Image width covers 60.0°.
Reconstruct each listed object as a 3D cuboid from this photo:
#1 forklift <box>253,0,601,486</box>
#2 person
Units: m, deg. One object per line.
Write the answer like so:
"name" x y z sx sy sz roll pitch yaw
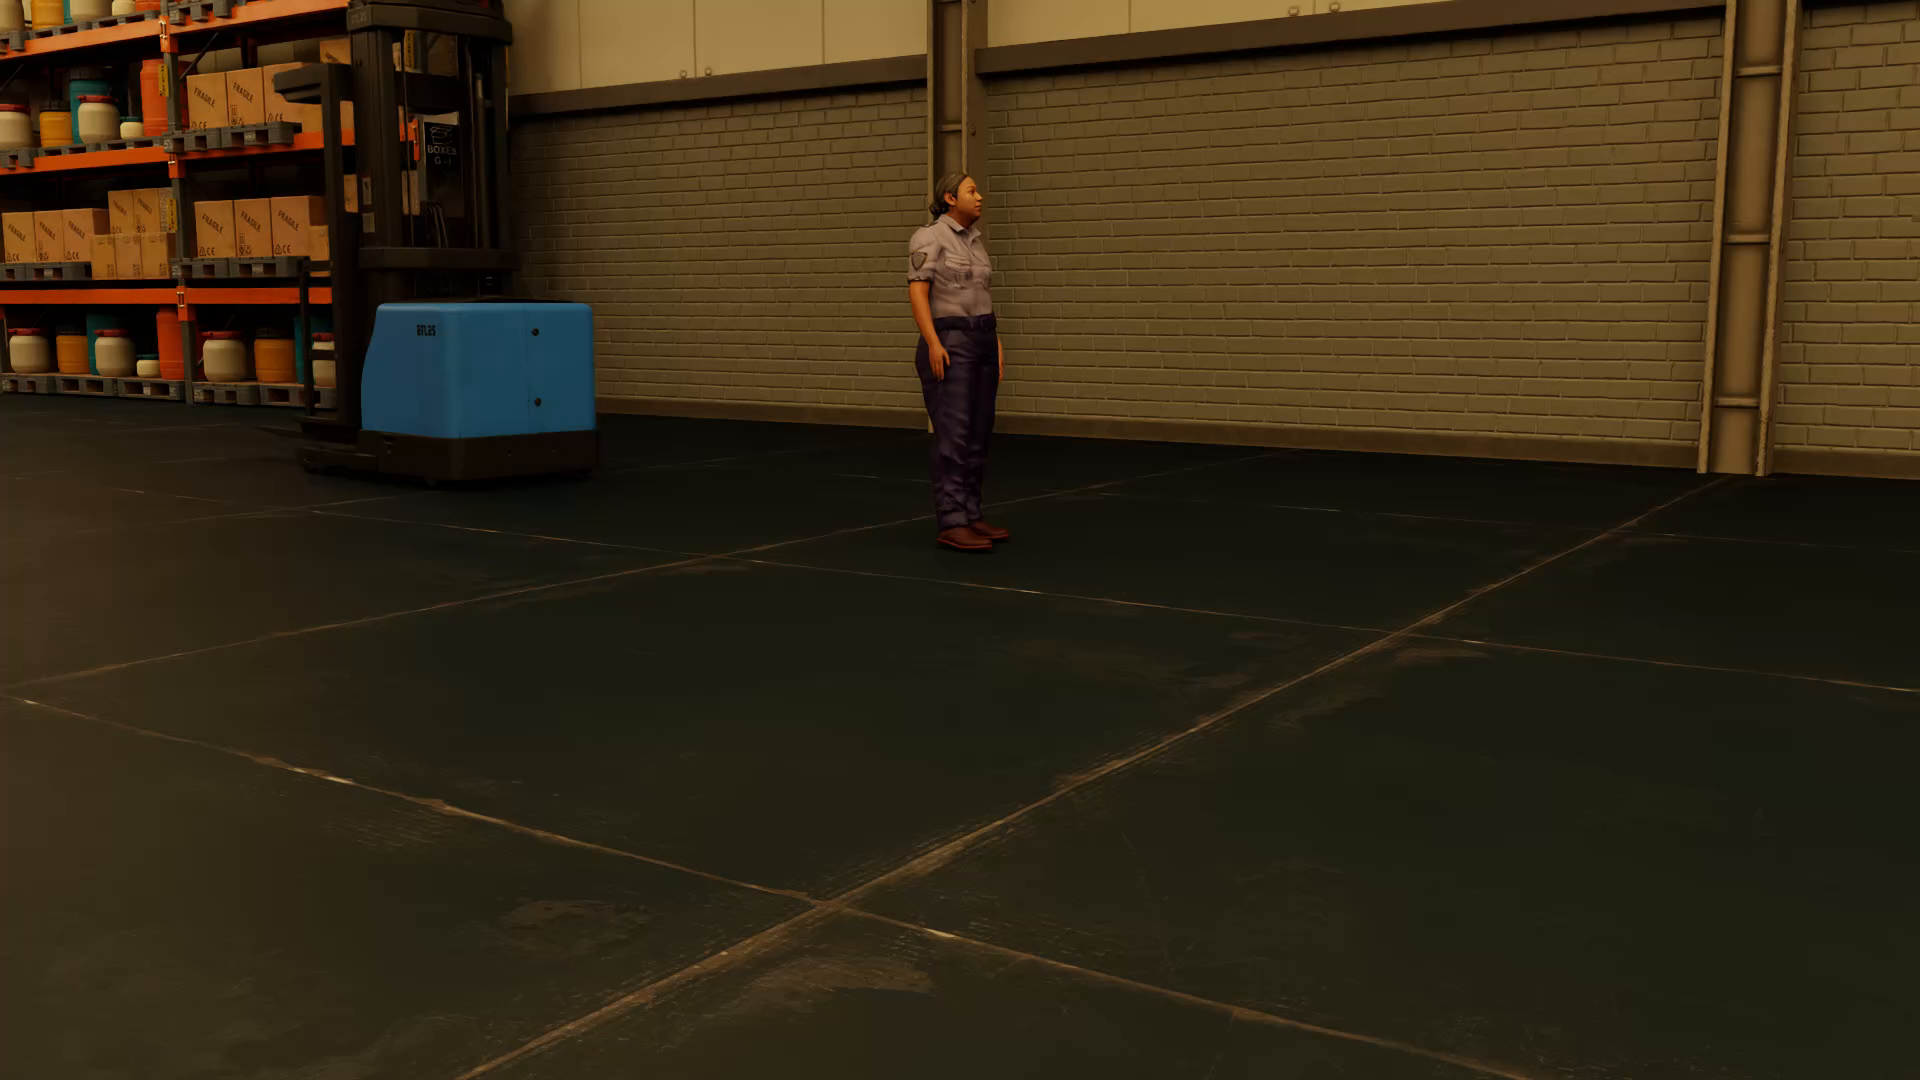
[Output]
"forklift" -3.615 -1.912 10.642 3.031 2.935 1.130 8 11 43
"person" 0.062 -0.813 7.418 0.502 1.651 0.598 5 10 34
